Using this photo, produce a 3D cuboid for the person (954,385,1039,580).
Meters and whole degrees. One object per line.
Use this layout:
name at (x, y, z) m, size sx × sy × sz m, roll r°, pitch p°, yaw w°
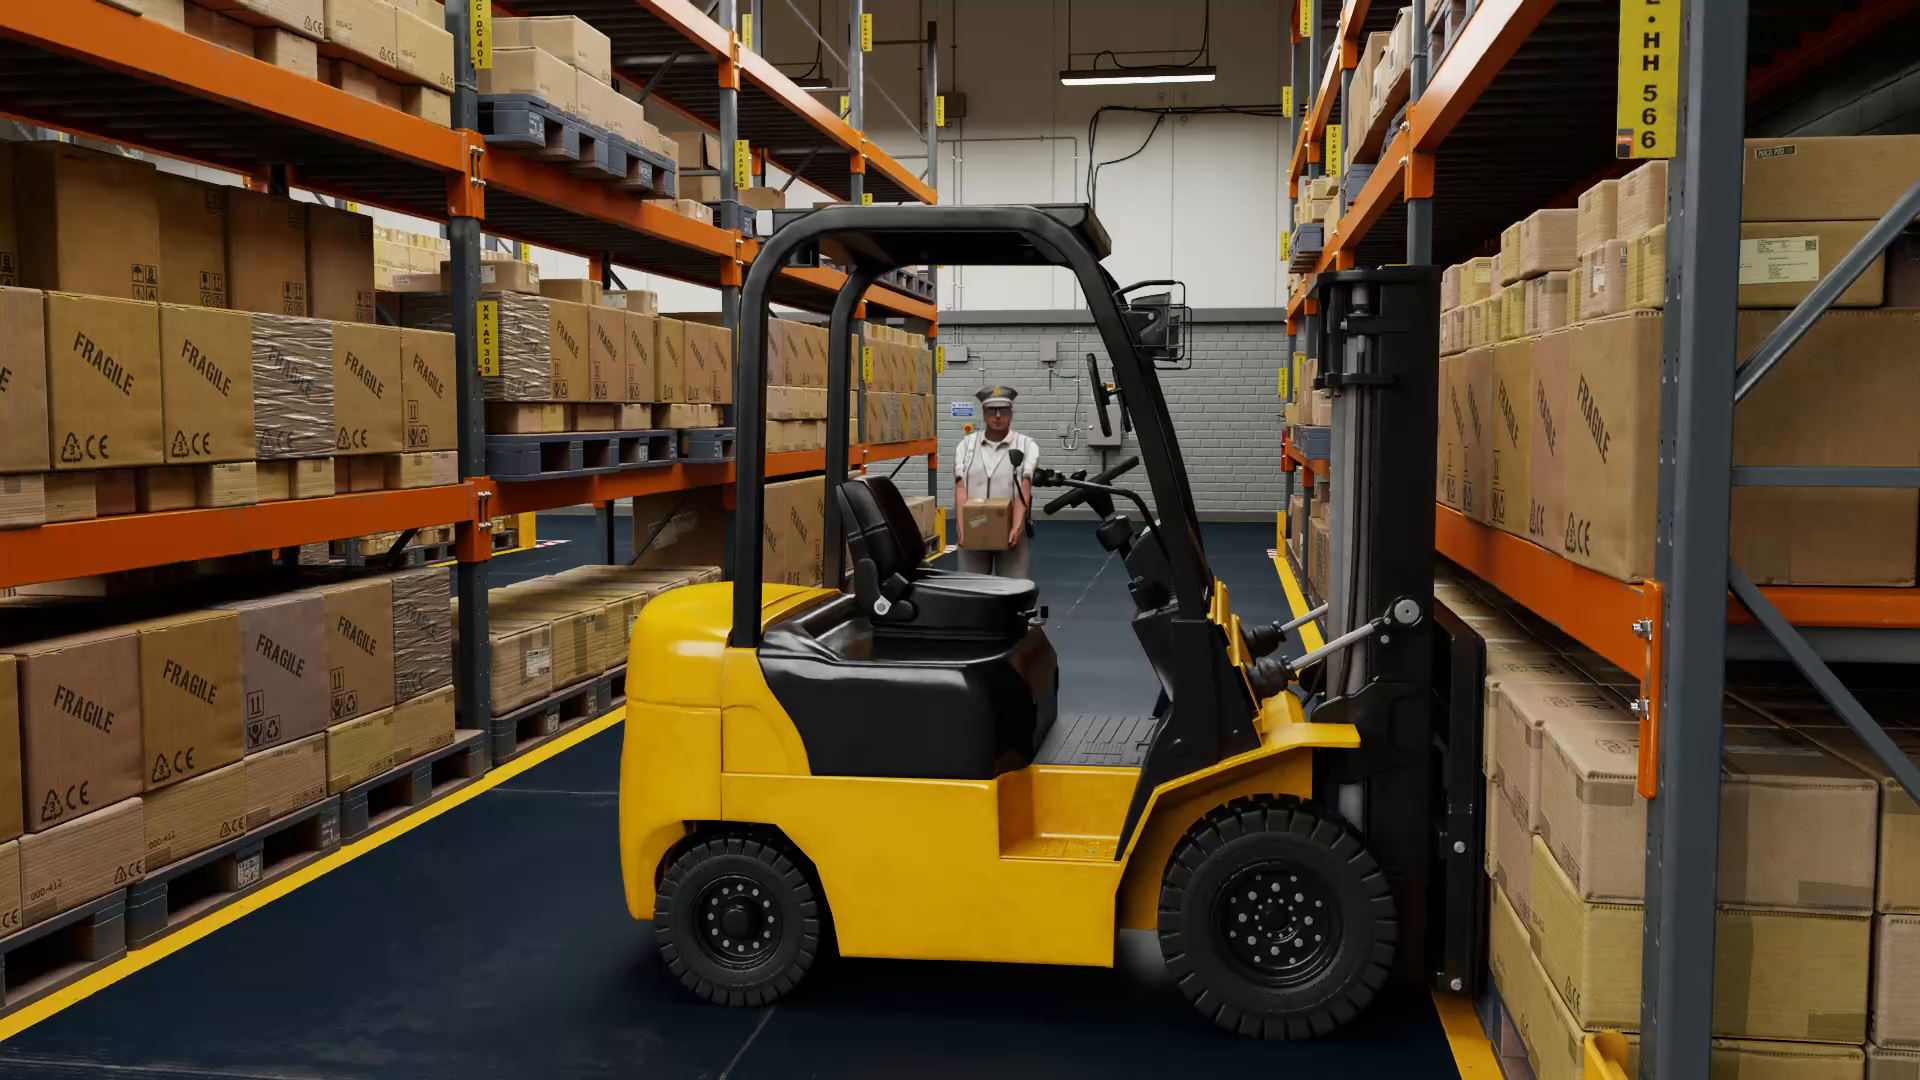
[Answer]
person at (0.202, -0.005, 9.586) m, size 0.490 × 1.771 × 0.567 m, roll 1°, pitch 4°, yaw 8°
